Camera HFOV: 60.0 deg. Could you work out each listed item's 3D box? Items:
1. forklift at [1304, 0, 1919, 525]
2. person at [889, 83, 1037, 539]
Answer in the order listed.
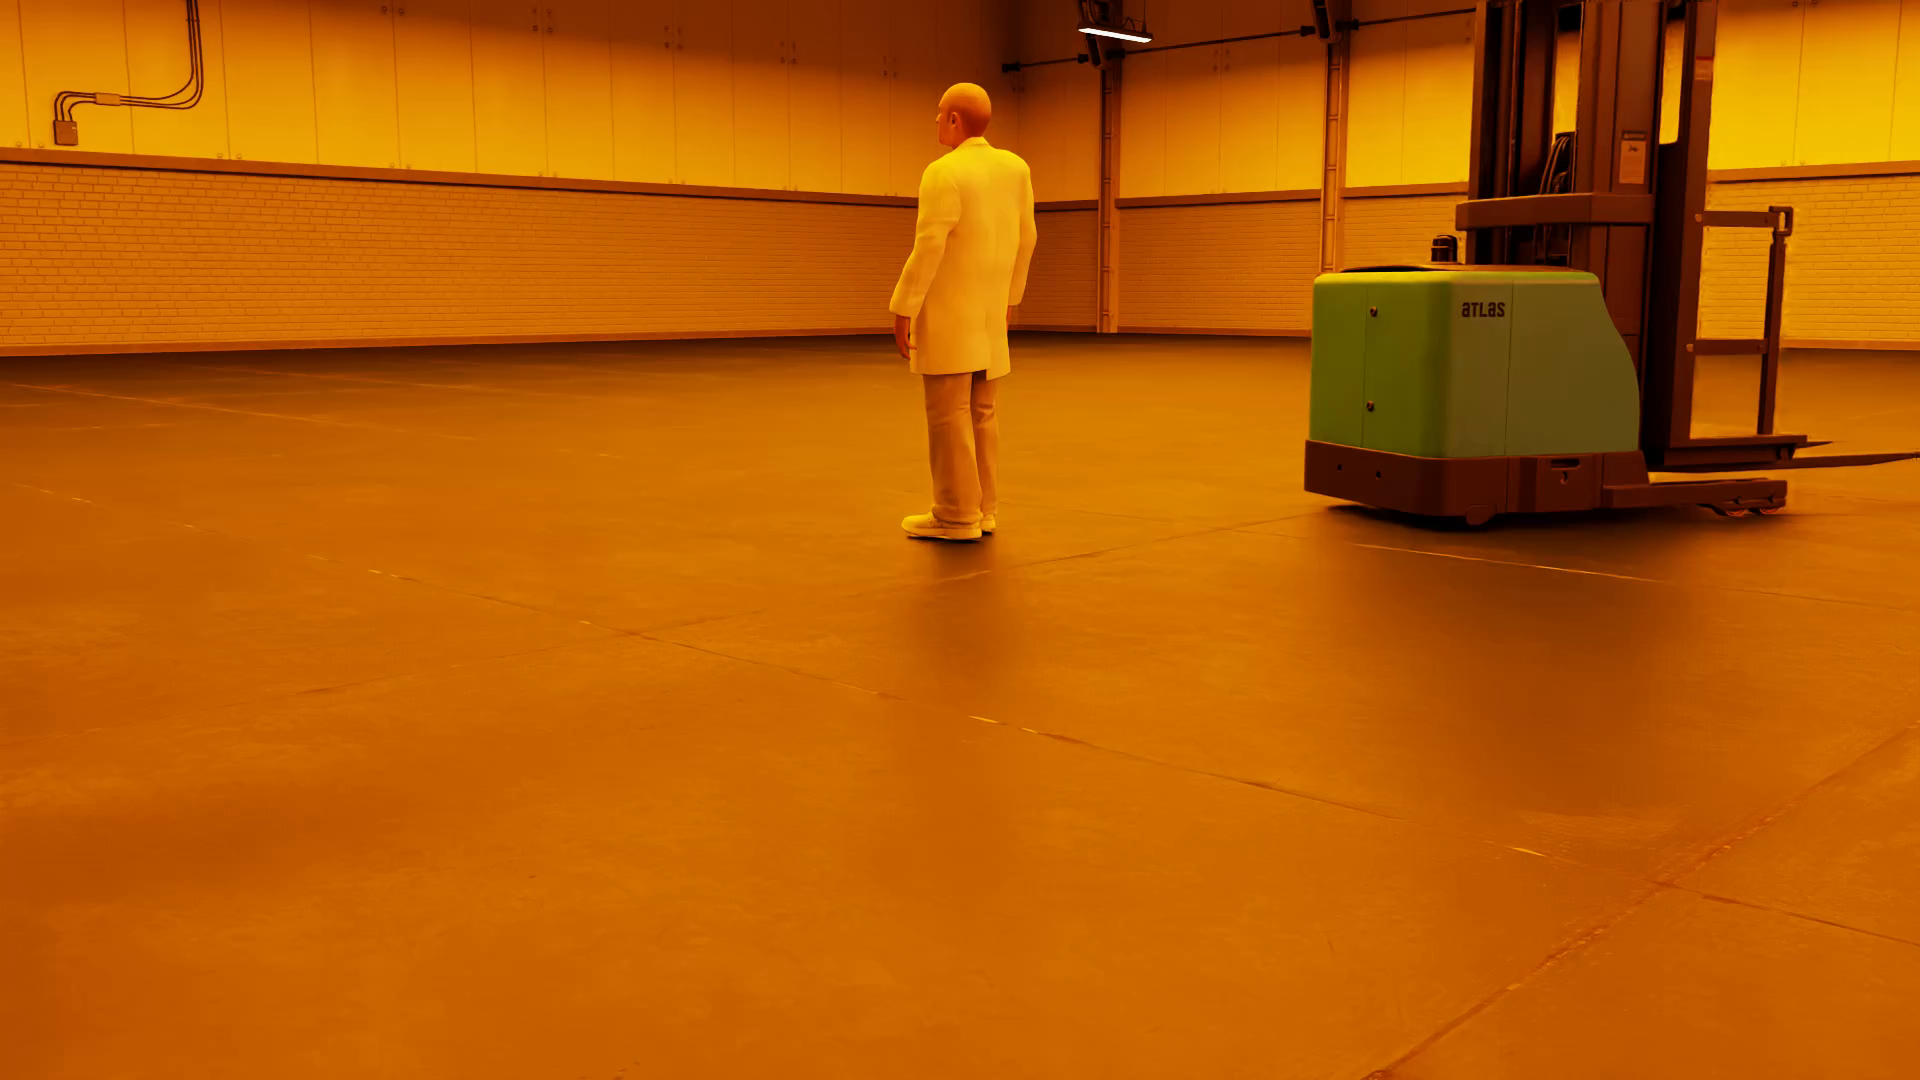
[{"bbox_3d":[3.178,-1.620,7.634,3.031,2.935,1.130,-3,9,-20],"label":"forklift"},{"bbox_3d":[-0.061,-0.896,6.649,0.581,1.775,0.696,8,12,43],"label":"person"}]
